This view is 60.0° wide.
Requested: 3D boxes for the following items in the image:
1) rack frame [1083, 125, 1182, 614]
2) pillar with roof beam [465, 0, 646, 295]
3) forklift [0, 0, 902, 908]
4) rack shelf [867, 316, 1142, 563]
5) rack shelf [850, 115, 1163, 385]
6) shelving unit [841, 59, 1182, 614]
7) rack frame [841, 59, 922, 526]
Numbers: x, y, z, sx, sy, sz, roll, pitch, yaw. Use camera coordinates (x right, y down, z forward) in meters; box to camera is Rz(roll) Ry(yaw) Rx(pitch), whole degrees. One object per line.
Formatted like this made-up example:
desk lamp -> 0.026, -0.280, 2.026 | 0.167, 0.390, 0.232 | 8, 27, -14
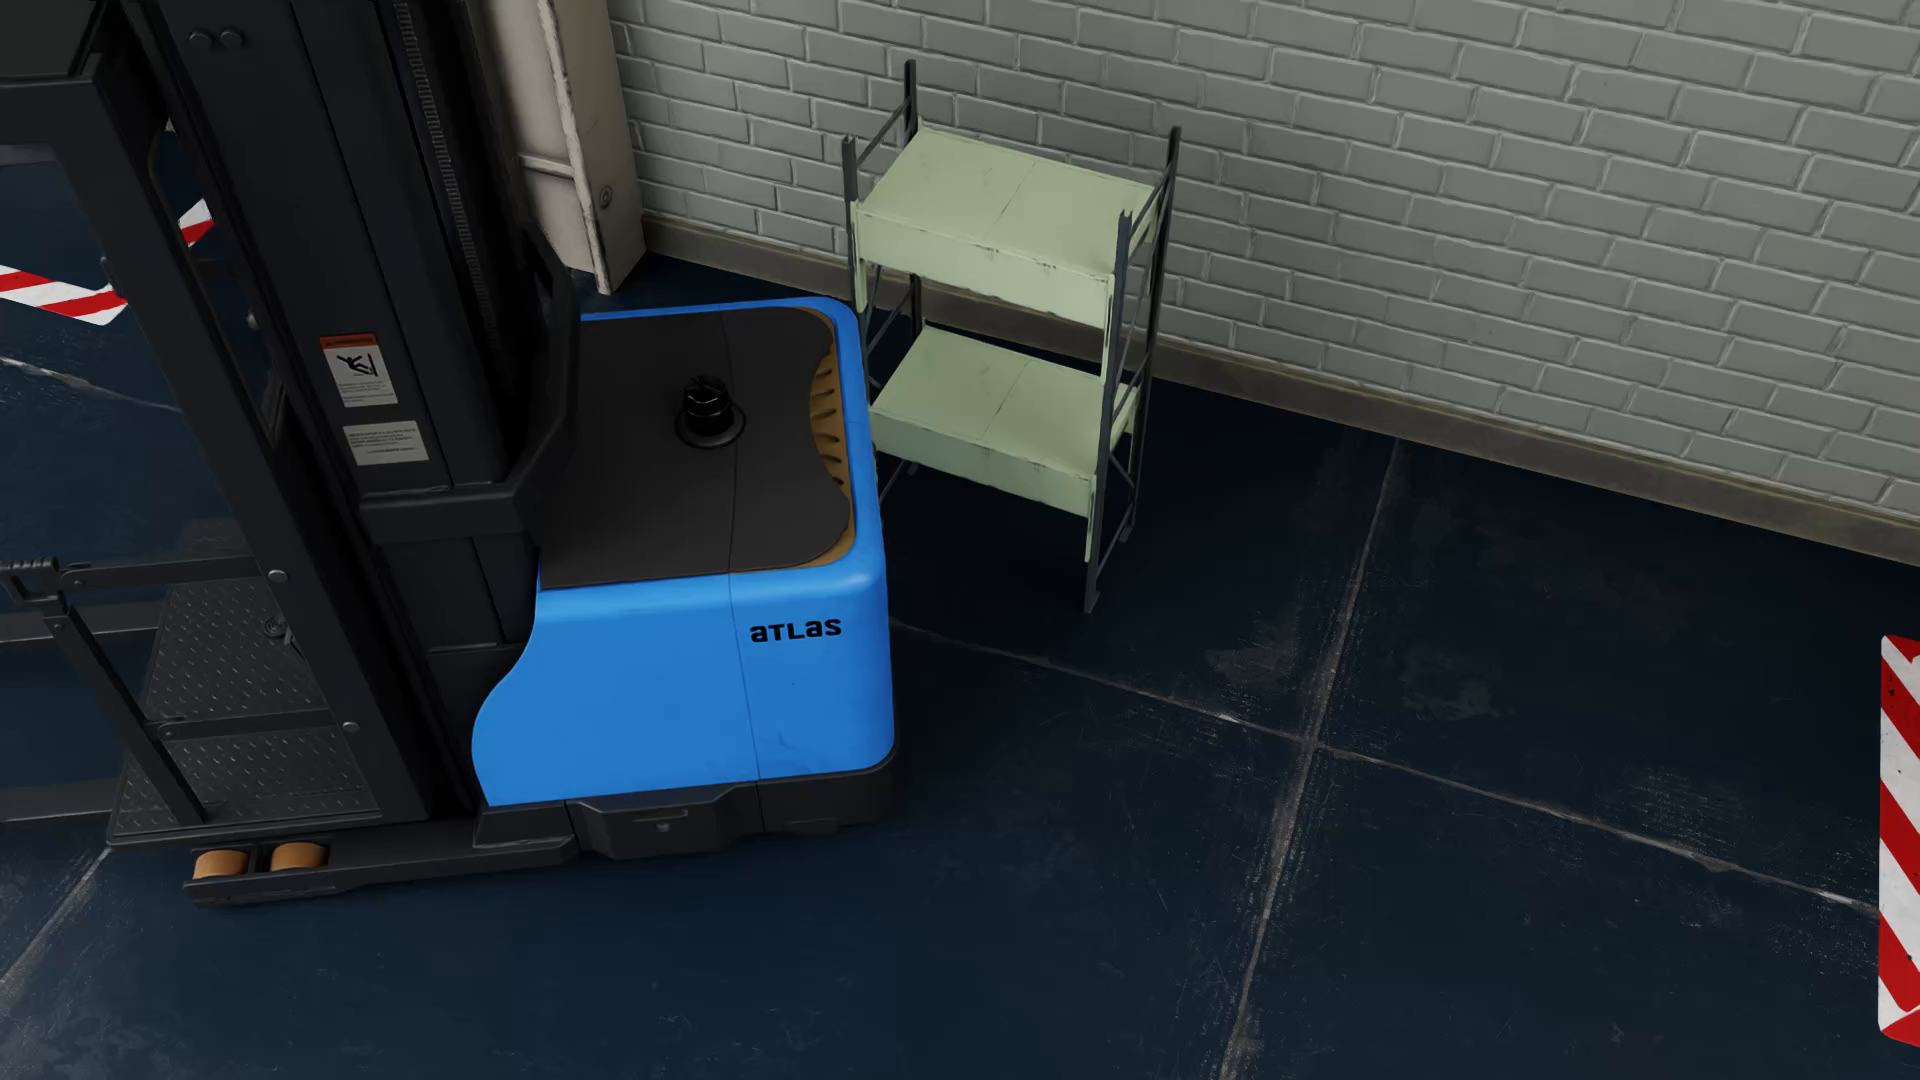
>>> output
rack frame -> 0.466, -0.408, 4.611 | 0.023, 1.500, 0.400 | 18, 52, 15
pillar with roof beam -> -2.886, -0.940, 0.110 | 0.400, 9.000, 9.100 | 16, 51, 13
forklift -> -1.713, -0.418, 3.673 | 3.031, 2.935, 1.130 | -5, 49, -4
rack shelf -> 0.130, -0.305, 4.953 | 0.720, 0.370, 0.431 | 18, 52, 15
rack shelf -> 0.130, -0.774, 4.412 | 0.720, 0.370, 0.431 | 18, 52, 15
shelving unit -> 0.130, -0.519, 4.707 | 0.755, 1.500, 0.431 | 18, 52, 15
rack frame -> -0.205, -0.630, 4.803 | 0.023, 1.500, 0.400 | 18, 52, 15
